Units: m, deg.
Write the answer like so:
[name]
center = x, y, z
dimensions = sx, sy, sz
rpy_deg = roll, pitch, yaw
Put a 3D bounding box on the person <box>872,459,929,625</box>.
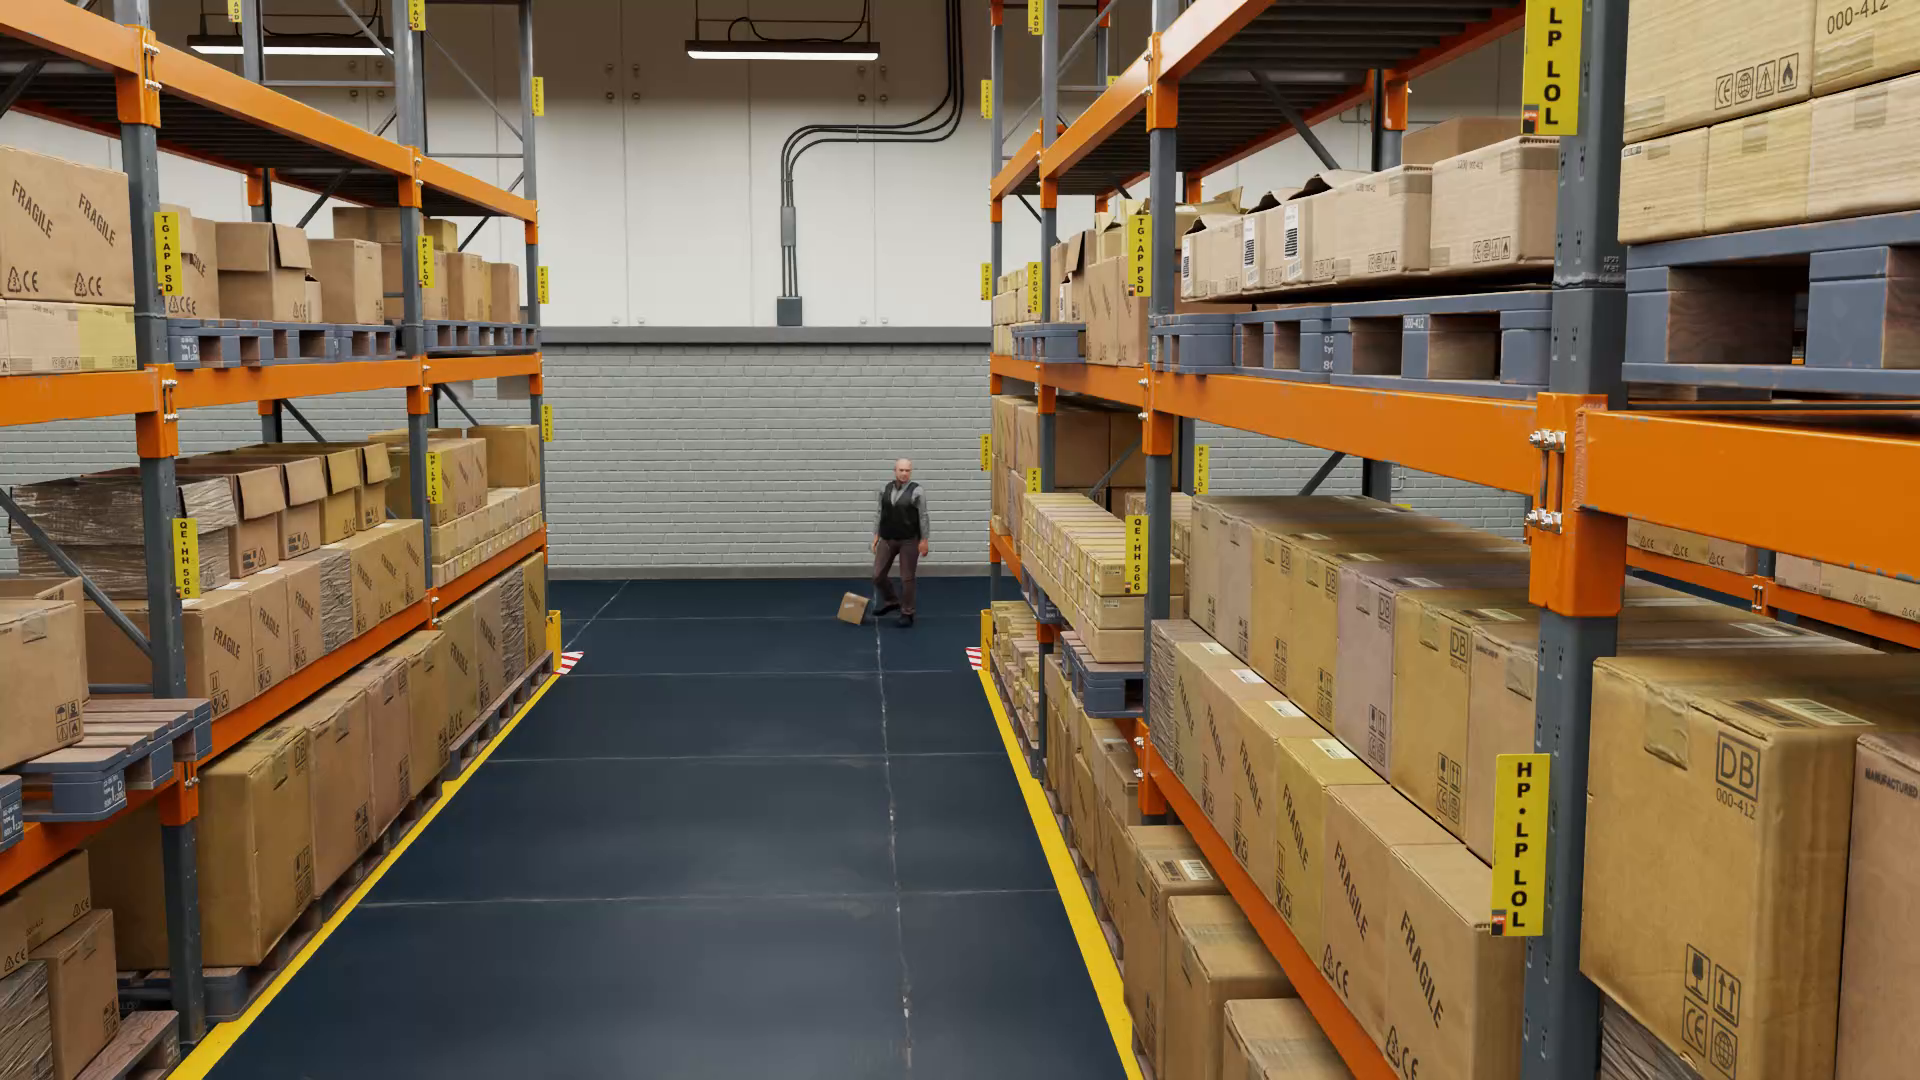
[person]
center = -0.635, 0.012, 17.096
dimensions = 0.687, 1.713, 0.455
rpy_deg = 3, 7, 25
